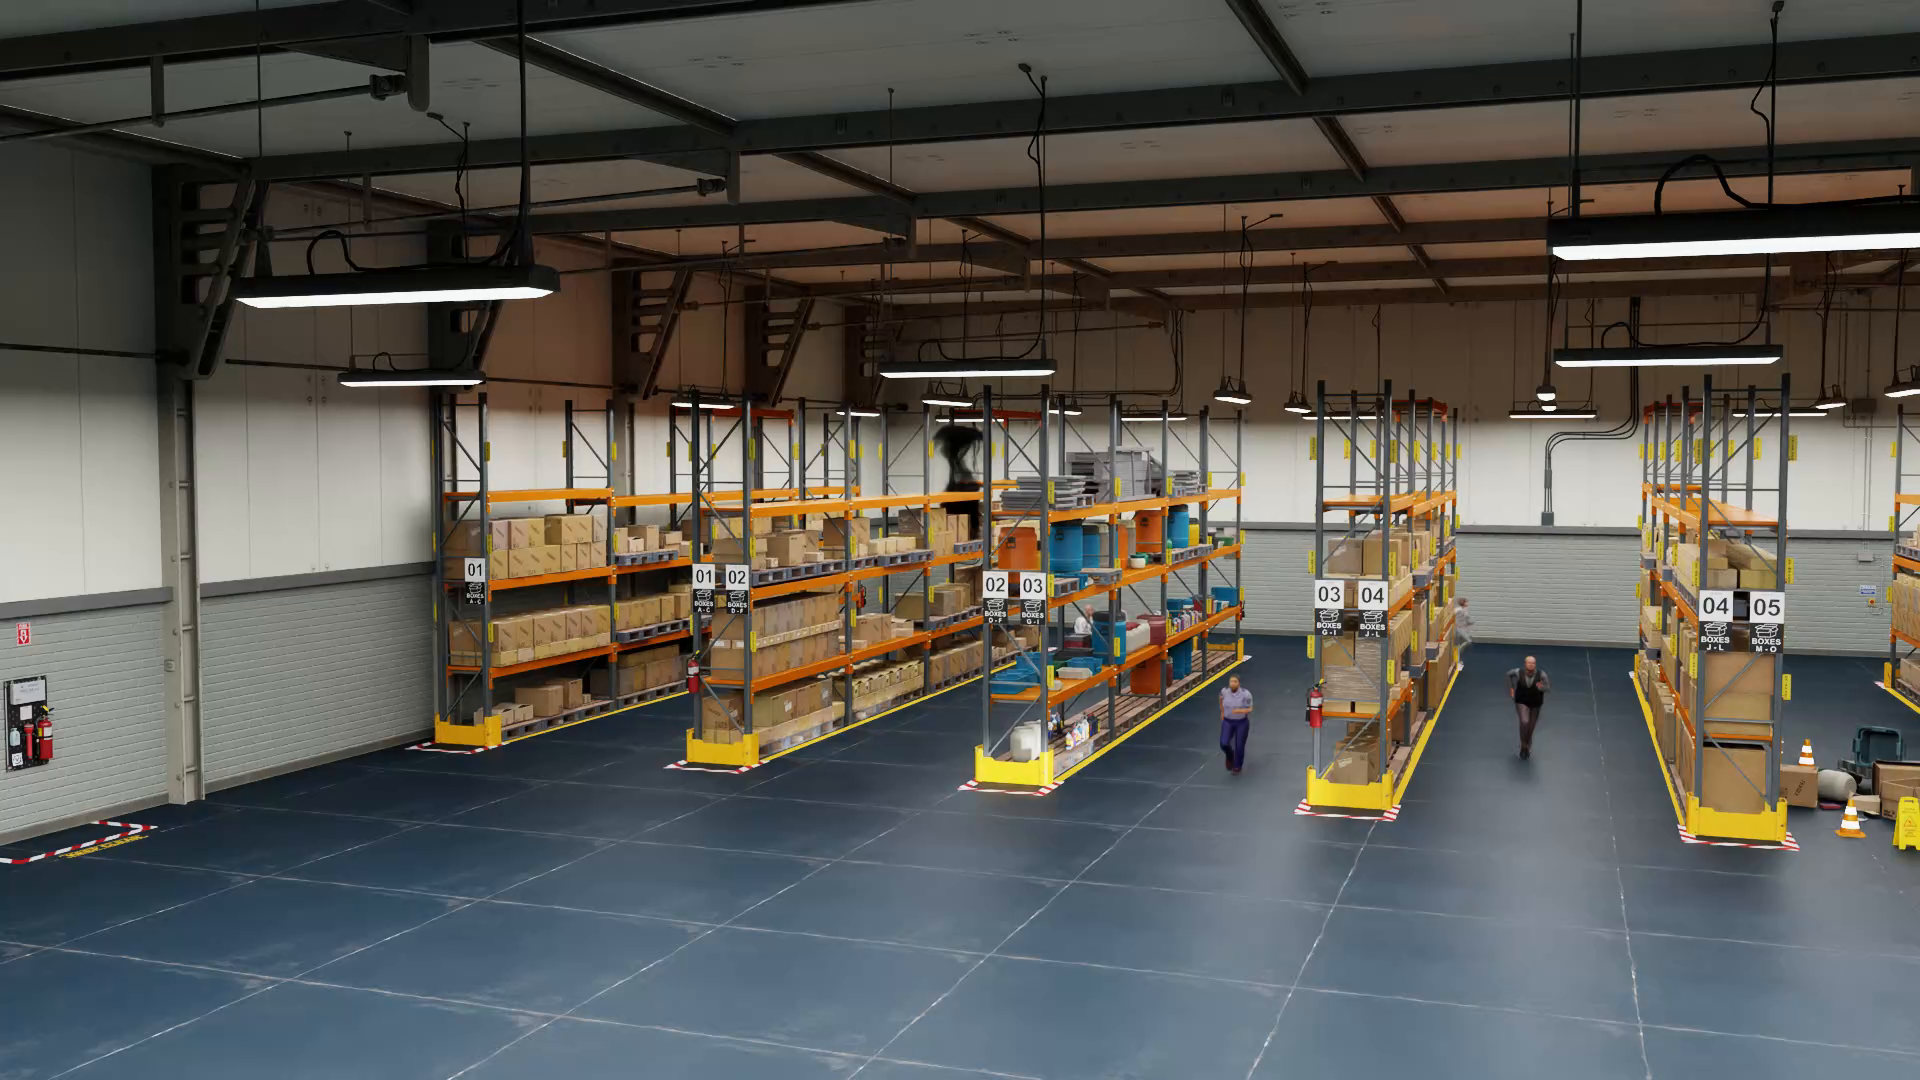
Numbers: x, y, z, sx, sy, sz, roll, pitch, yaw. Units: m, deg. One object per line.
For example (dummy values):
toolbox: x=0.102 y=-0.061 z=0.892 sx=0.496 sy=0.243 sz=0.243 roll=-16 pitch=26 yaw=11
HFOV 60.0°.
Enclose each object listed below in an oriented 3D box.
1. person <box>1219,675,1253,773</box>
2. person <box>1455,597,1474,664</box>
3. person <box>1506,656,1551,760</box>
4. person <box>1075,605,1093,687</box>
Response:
person: x=4.220 y=2.828 z=25.536 sx=0.558 sy=1.558 sz=0.745 roll=1 pitch=3 yaw=19
person: x=11.801 y=2.131 z=39.072 sx=0.510 sy=1.572 sz=0.629 roll=2 pitch=4 yaw=35
person: x=9.258 y=2.714 z=27.106 sx=0.646 sy=1.690 sz=0.923 roll=0 pitch=3 yaw=7
person: x=2.670 y=2.257 z=35.009 sx=0.674 sy=1.793 sz=0.765 roll=1 pitch=3 yaw=19
